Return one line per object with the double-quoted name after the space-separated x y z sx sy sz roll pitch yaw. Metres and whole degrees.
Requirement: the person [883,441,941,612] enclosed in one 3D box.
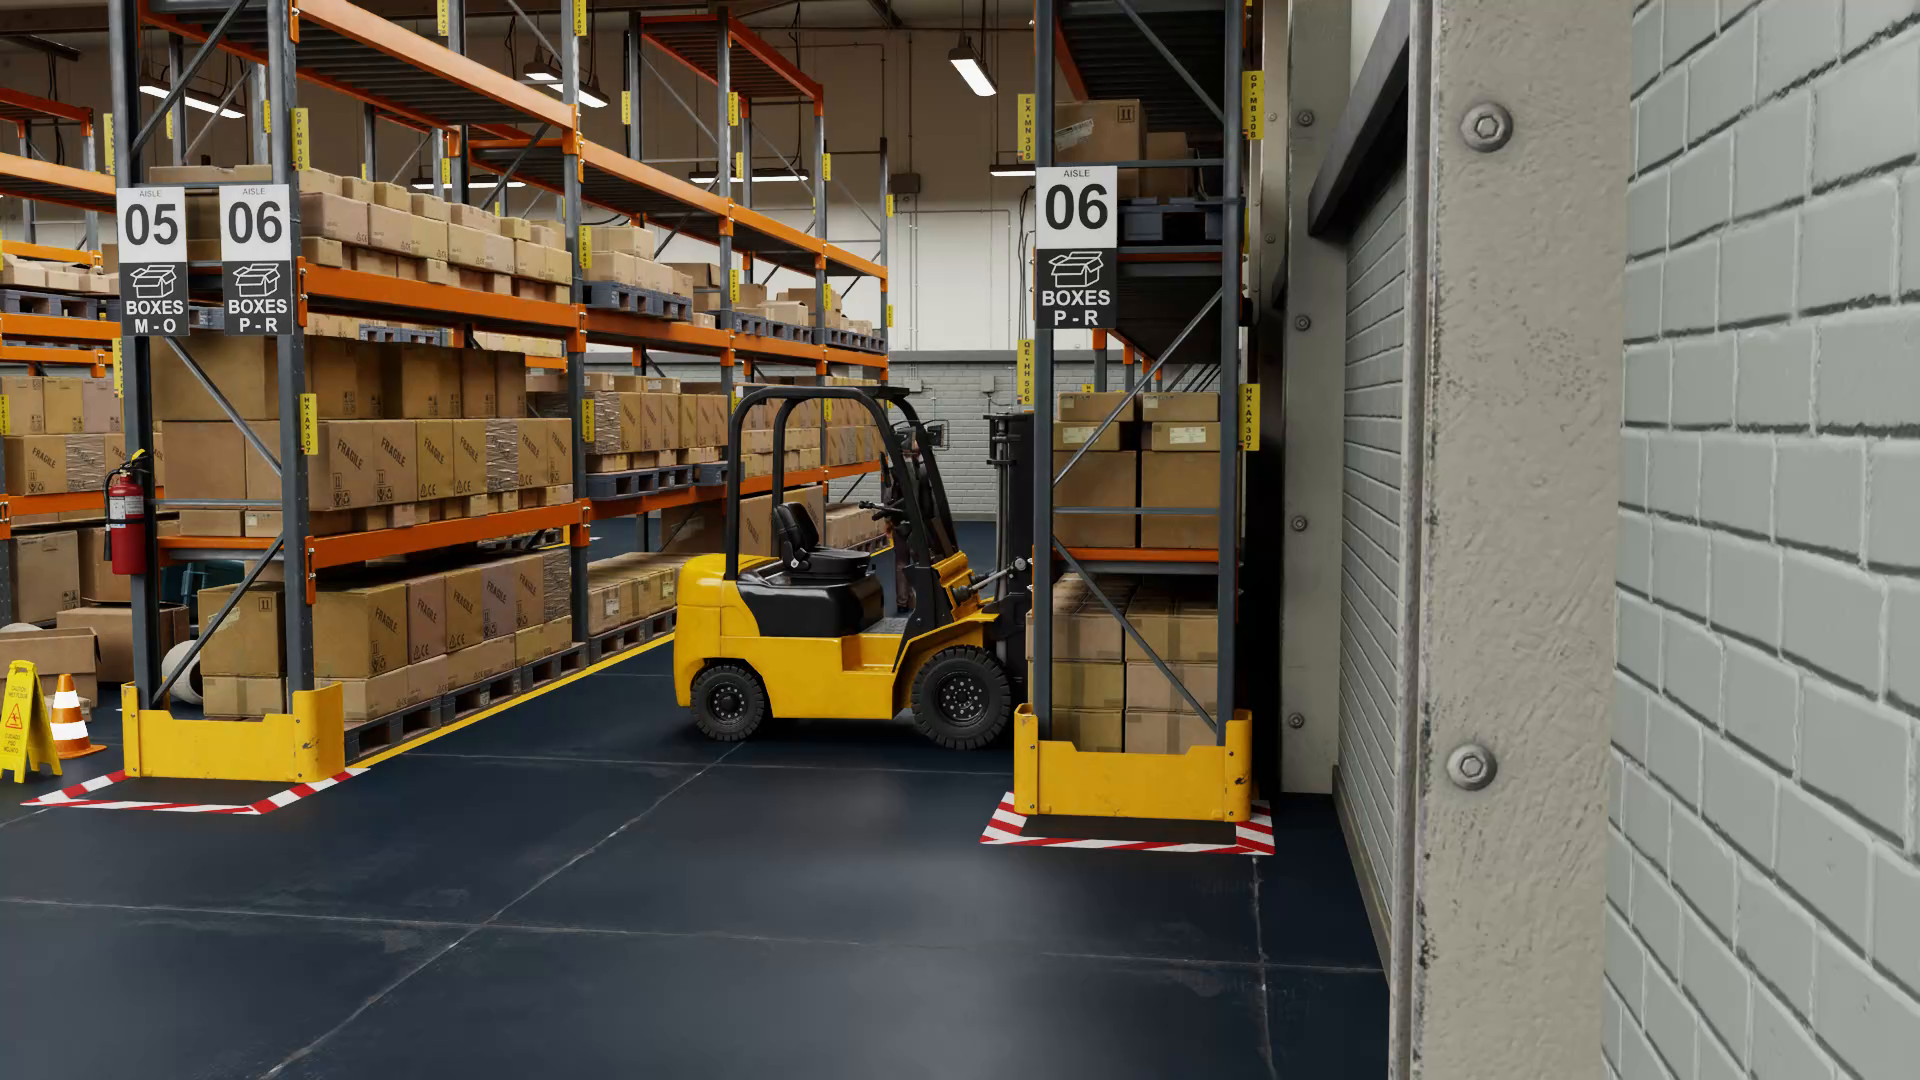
-0.469 -0.141 16.602 0.594 1.721 0.422 0 4 5 "person"
